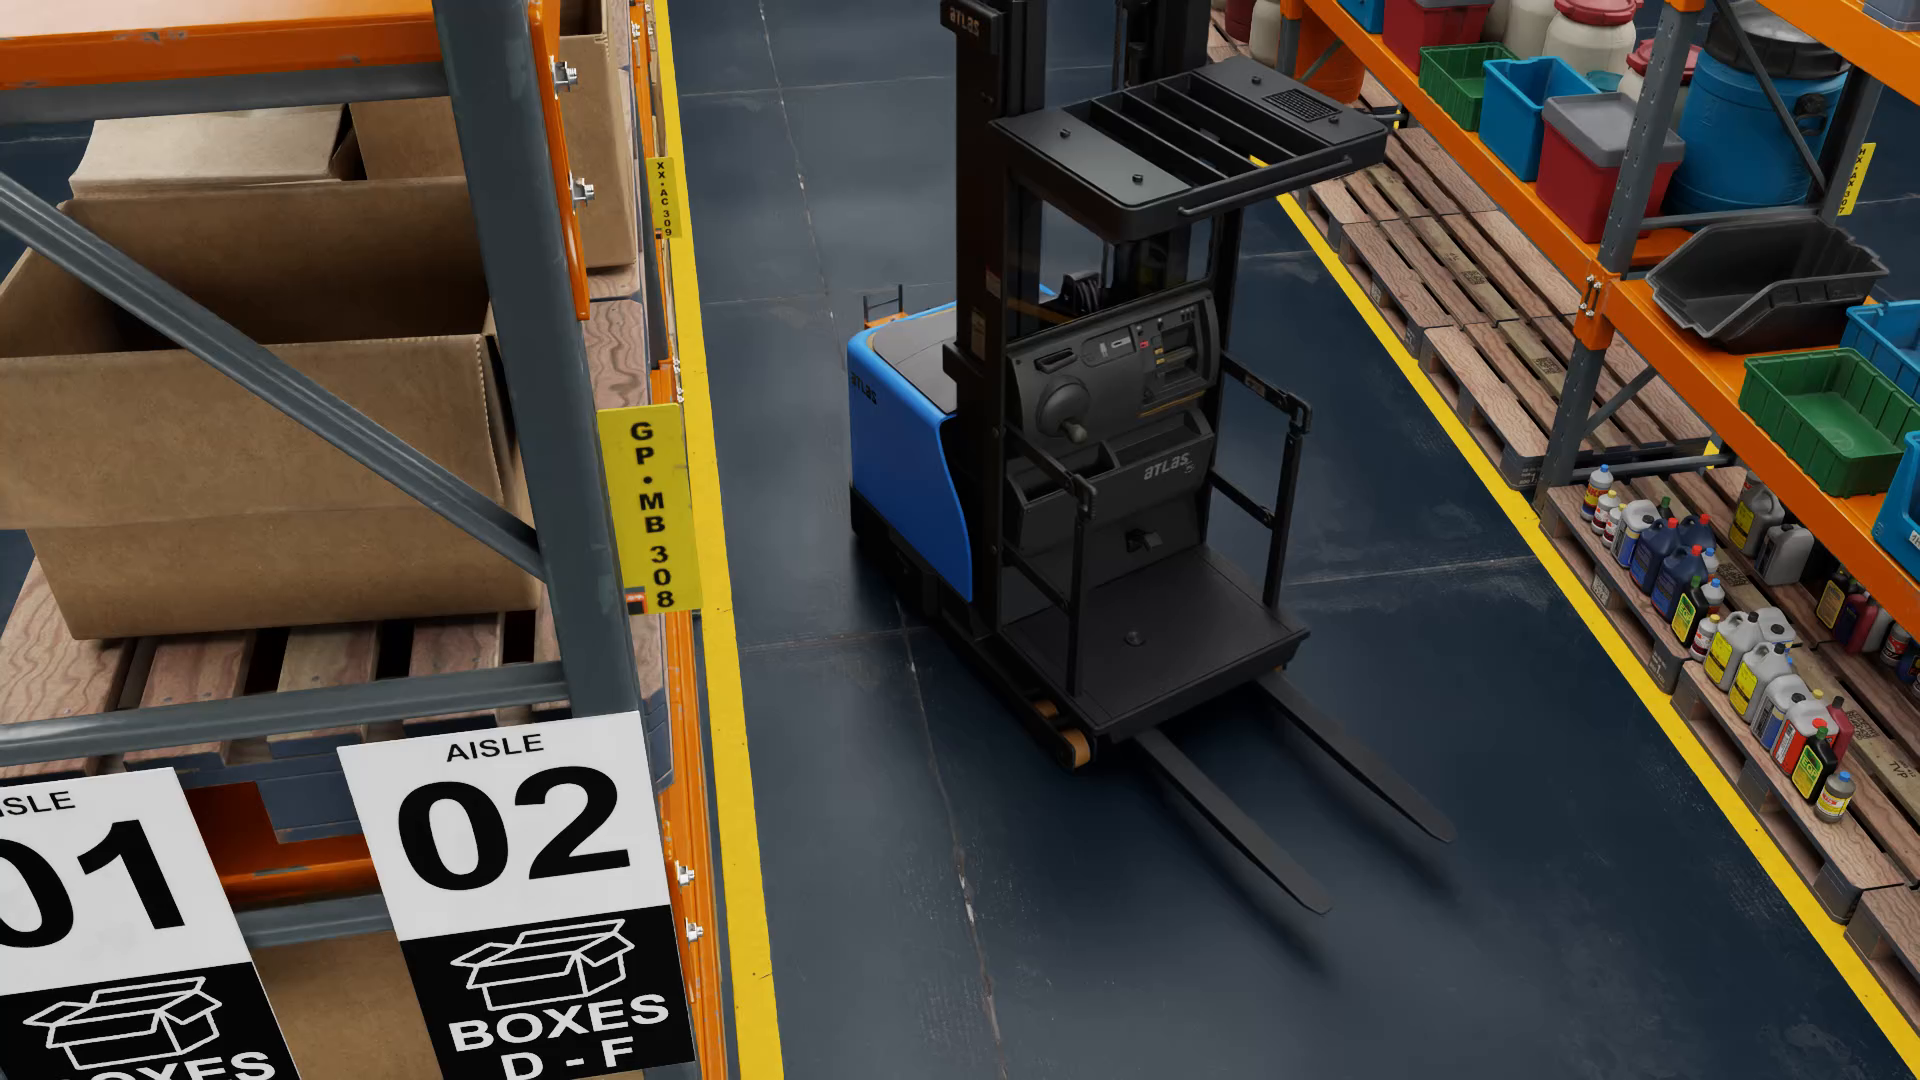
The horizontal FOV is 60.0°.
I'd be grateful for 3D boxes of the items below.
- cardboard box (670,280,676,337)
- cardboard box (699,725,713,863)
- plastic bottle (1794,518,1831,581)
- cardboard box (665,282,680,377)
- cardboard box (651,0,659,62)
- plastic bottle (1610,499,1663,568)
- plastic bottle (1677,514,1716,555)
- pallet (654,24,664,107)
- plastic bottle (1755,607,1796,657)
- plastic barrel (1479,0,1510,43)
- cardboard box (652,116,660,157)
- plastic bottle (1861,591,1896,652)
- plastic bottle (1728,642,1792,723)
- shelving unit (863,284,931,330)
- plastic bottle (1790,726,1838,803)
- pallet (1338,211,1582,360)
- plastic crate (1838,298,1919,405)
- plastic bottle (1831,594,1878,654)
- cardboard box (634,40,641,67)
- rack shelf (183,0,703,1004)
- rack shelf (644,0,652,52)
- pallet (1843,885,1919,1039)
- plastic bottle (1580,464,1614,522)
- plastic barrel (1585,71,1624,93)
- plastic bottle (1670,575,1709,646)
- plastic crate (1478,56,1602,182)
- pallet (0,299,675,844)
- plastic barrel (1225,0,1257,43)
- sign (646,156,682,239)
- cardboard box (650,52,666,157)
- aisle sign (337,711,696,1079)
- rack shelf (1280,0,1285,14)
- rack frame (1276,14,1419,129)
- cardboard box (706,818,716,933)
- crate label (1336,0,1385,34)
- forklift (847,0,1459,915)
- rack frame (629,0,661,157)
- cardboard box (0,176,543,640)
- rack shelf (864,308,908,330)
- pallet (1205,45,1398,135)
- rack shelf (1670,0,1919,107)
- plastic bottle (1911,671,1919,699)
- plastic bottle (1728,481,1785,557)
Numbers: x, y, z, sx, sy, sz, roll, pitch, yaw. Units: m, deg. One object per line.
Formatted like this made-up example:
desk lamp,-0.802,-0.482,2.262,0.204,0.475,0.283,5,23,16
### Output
cardboard box,-1.739,-1.111,8.634,0.500,0.250,0.500,-6,38,-7
cardboard box,-1.165,0.948,5.984,0.500,0.250,0.500,-6,38,-8
plastic bottle,3.666,-0.016,7.127,0.144,0.351,0.185,-8,39,-10
cardboard box,-1.643,-1.025,8.067,0.500,0.311,0.500,-7,38,-9
cardboard box,-2.418,-3.674,11.713,0.500,0.500,0.500,-7,38,-9
plastic bottle,2.944,-0.029,7.204,0.152,0.276,0.135,-5,38,-6
plastic bottle,3.111,0.026,7.072,0.144,0.351,0.185,-6,38,-8
pallet,-2.647,-3.337,11.874,1.003,0.211,1.213,-6,38,-8
plastic bottle,3.218,0.411,6.637,0.152,0.276,0.135,-6,38,-8
plastic barrel,2.999,-2.970,9.037,0.421,0.512,0.421,0,38,0
cardboard box,-2.009,-2.260,9.655,0.500,0.311,0.500,-5,38,-7
plastic bottle,3.747,0.307,6.772,0.152,0.276,0.135,-6,38,-7
plastic bottle,3.109,0.525,6.430,0.144,0.351,0.185,-5,38,-6
shelving unit,-0.282,-0.649,7.730,0.215,1.050,0.252,-21,43,-25
plastic bottle,3.145,0.822,6.103,0.061,0.283,0.133,-5,38,-7
pallet,2.842,-1.470,9.470,1.003,0.211,1.213,-6,38,-8
plastic crate,3.697,-0.665,6.282,0.499,0.251,0.616,-6,38,-8
plastic bottle,3.642,0.316,6.754,0.061,0.283,0.133,-6,38,-8
cardboard box,-1.913,-2.635,8.902,0.380,0.149,0.250,-6,38,-8
rack shelf,-1.291,-0.525,4.122,1.077,0.370,4.000,-6,38,-8
rack shelf,-2.694,-4.172,11.262,1.077,0.370,4.000,-6,38,-8
pallet,3.740,1.622,5.490,1.003,0.211,1.213,-6,38,-8
plastic bottle,2.860,-0.219,7.453,0.097,0.271,0.097,0,38,0
plastic barrel,3.155,-2.124,8.152,0.301,0.262,0.301,0,38,0
plastic bottle,2.990,0.287,6.791,0.061,0.283,0.133,-5,38,-6
plastic crate,2.736,-1.989,7.878,0.392,0.384,0.575,-6,38,-8
pallet,-1.039,0.004,2.926,1.003,0.211,1.213,-6,38,-8
plastic barrel,2.234,-3.968,12.036,0.600,0.588,0.708,-6,38,-8
sign,-1.096,-1.266,6.164,0.100,0.325,0.005,-6,38,-8
cardboard box,-2.141,-2.740,10.511,0.500,0.500,0.500,-5,38,-6
aisle sign,-0.627,0.564,2.460,0.394,0.787,0.004,-6,38,-8
rack shelf,2.184,-4.703,11.944,1.077,0.370,4.000,-6,38,-8
rack frame,2.534,-3.779,10.169,1.000,3.000,0.127,-6,38,-8
cardboard box,-1.076,0.954,5.365,0.500,0.500,0.500,-6,38,-8
crate label,2.442,-3.163,9.348,0.502,0.435,0.616,-6,38,-8
forklift,0.711,-0.584,6.112,1.130,2.935,3.031,-21,43,-25
rack frame,-2.343,-3.248,9.486,1.000,3.000,0.127,-6,38,-8
cardboard box,-1.037,-0.210,2.590,0.797,0.503,0.637,-4,38,-5
rack shelf,-0.282,-0.865,7.562,0.215,0.259,0.240,-21,43,-25
pallet,2.355,-3.149,11.631,1.003,0.211,1.213,-6,38,-8
rack shelf,3.586,-1.055,4.804,1.077,0.370,4.000,-6,38,-8
plastic bottle,3.831,0.529,6.547,0.097,0.201,0.097,0,38,0
plastic bottle,3.490,-0.117,7.256,0.144,0.351,0.185,-6,38,-8
